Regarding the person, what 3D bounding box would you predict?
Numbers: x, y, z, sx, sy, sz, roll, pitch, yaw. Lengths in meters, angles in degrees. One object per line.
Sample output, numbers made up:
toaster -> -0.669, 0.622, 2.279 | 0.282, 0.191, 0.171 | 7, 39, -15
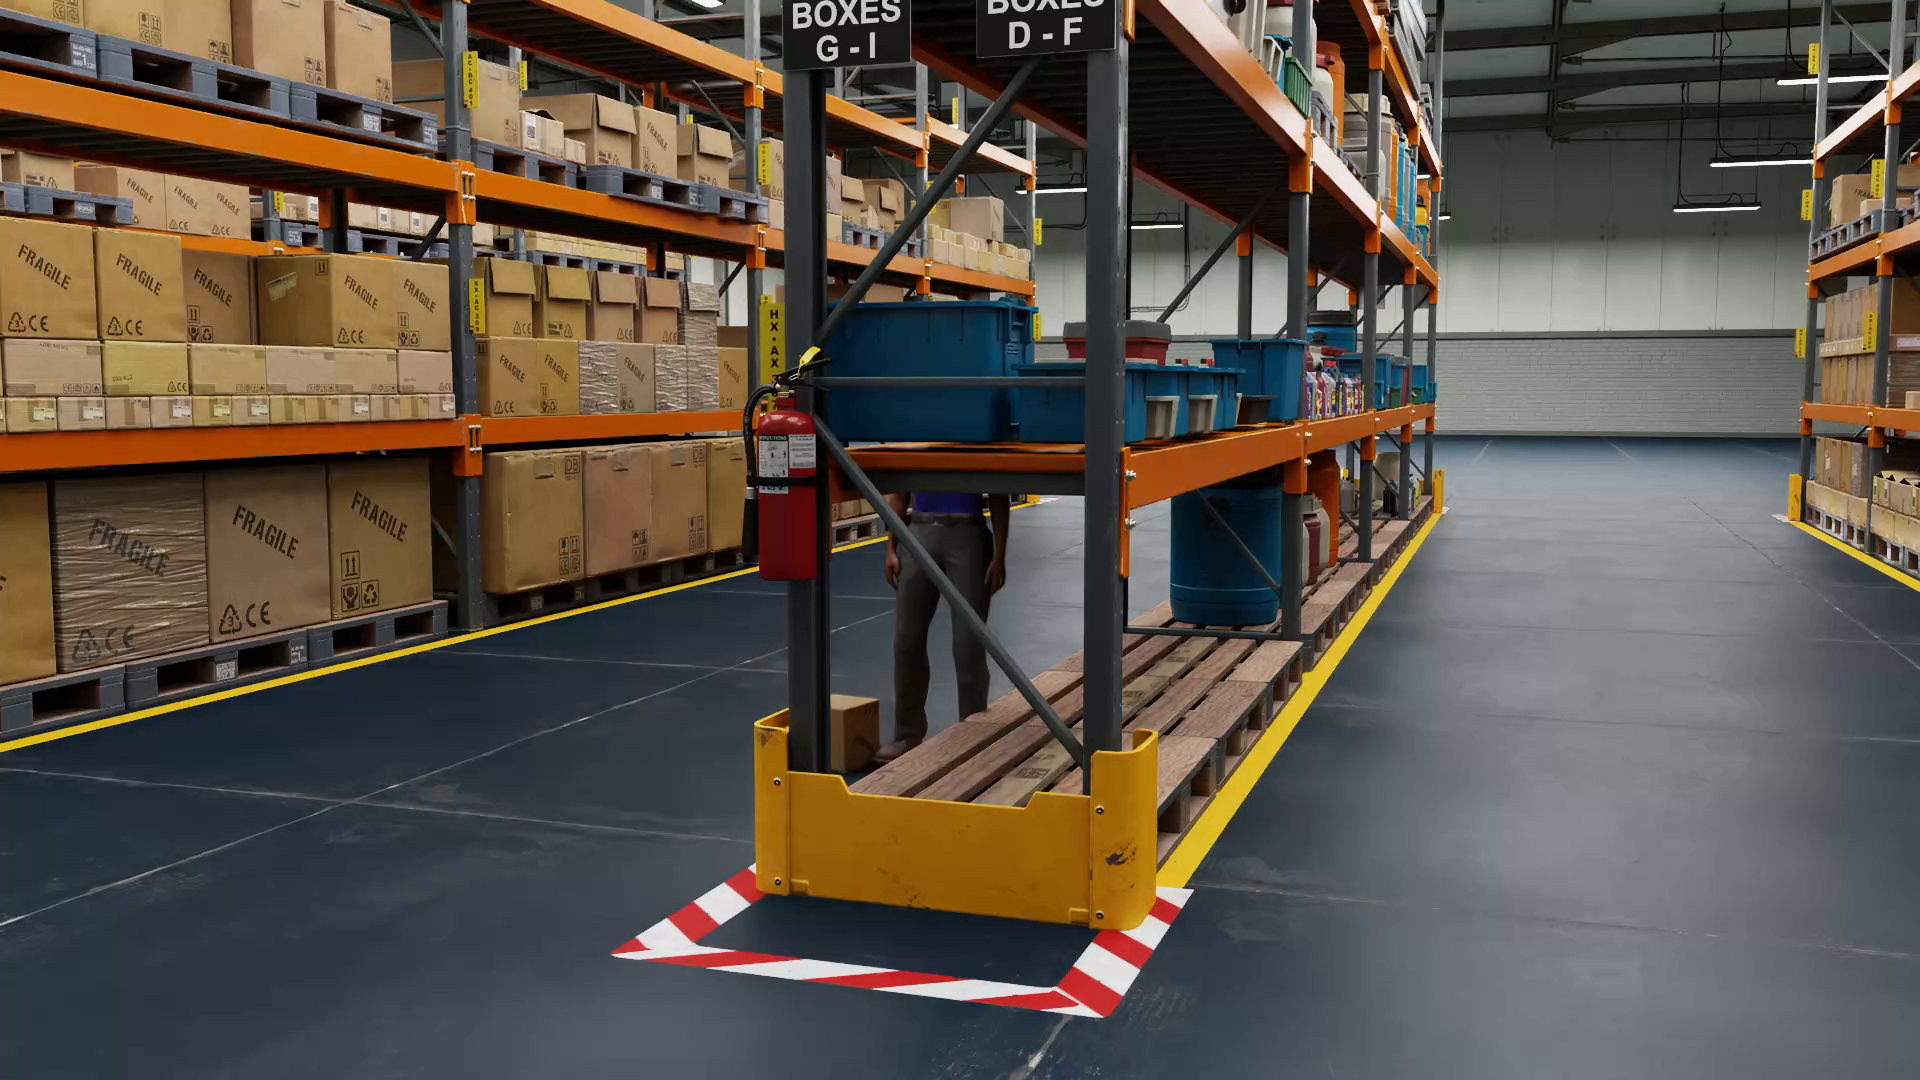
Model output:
person -> -0.069, 0.064, 6.589 | 0.528, 1.653, 0.350 | 1, 5, 15
